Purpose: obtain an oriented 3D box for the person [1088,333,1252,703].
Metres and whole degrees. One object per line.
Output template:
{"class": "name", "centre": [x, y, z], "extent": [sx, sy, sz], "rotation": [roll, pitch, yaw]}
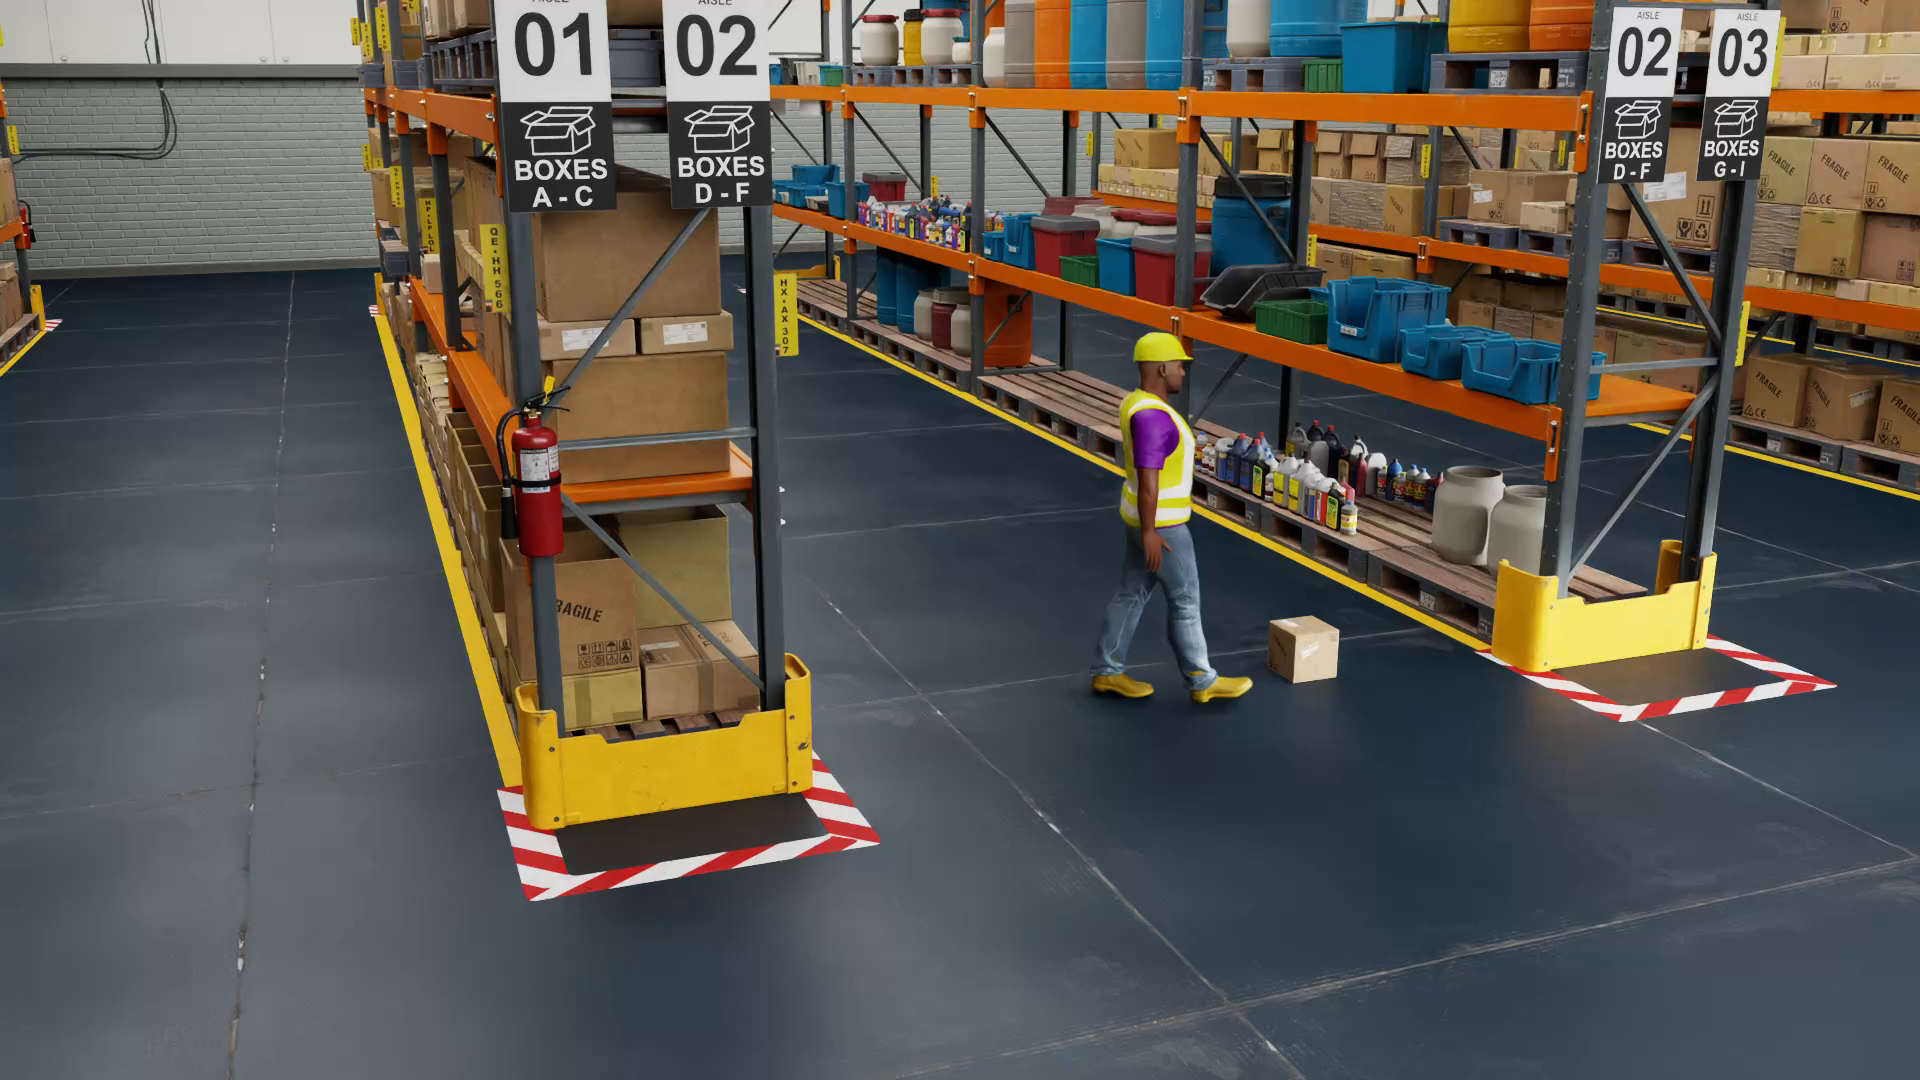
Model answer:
{"class": "person", "centre": [1.012, -0.098, 7.836], "extent": [0.773, 1.753, 0.601], "rotation": [-1, 16, -3]}
